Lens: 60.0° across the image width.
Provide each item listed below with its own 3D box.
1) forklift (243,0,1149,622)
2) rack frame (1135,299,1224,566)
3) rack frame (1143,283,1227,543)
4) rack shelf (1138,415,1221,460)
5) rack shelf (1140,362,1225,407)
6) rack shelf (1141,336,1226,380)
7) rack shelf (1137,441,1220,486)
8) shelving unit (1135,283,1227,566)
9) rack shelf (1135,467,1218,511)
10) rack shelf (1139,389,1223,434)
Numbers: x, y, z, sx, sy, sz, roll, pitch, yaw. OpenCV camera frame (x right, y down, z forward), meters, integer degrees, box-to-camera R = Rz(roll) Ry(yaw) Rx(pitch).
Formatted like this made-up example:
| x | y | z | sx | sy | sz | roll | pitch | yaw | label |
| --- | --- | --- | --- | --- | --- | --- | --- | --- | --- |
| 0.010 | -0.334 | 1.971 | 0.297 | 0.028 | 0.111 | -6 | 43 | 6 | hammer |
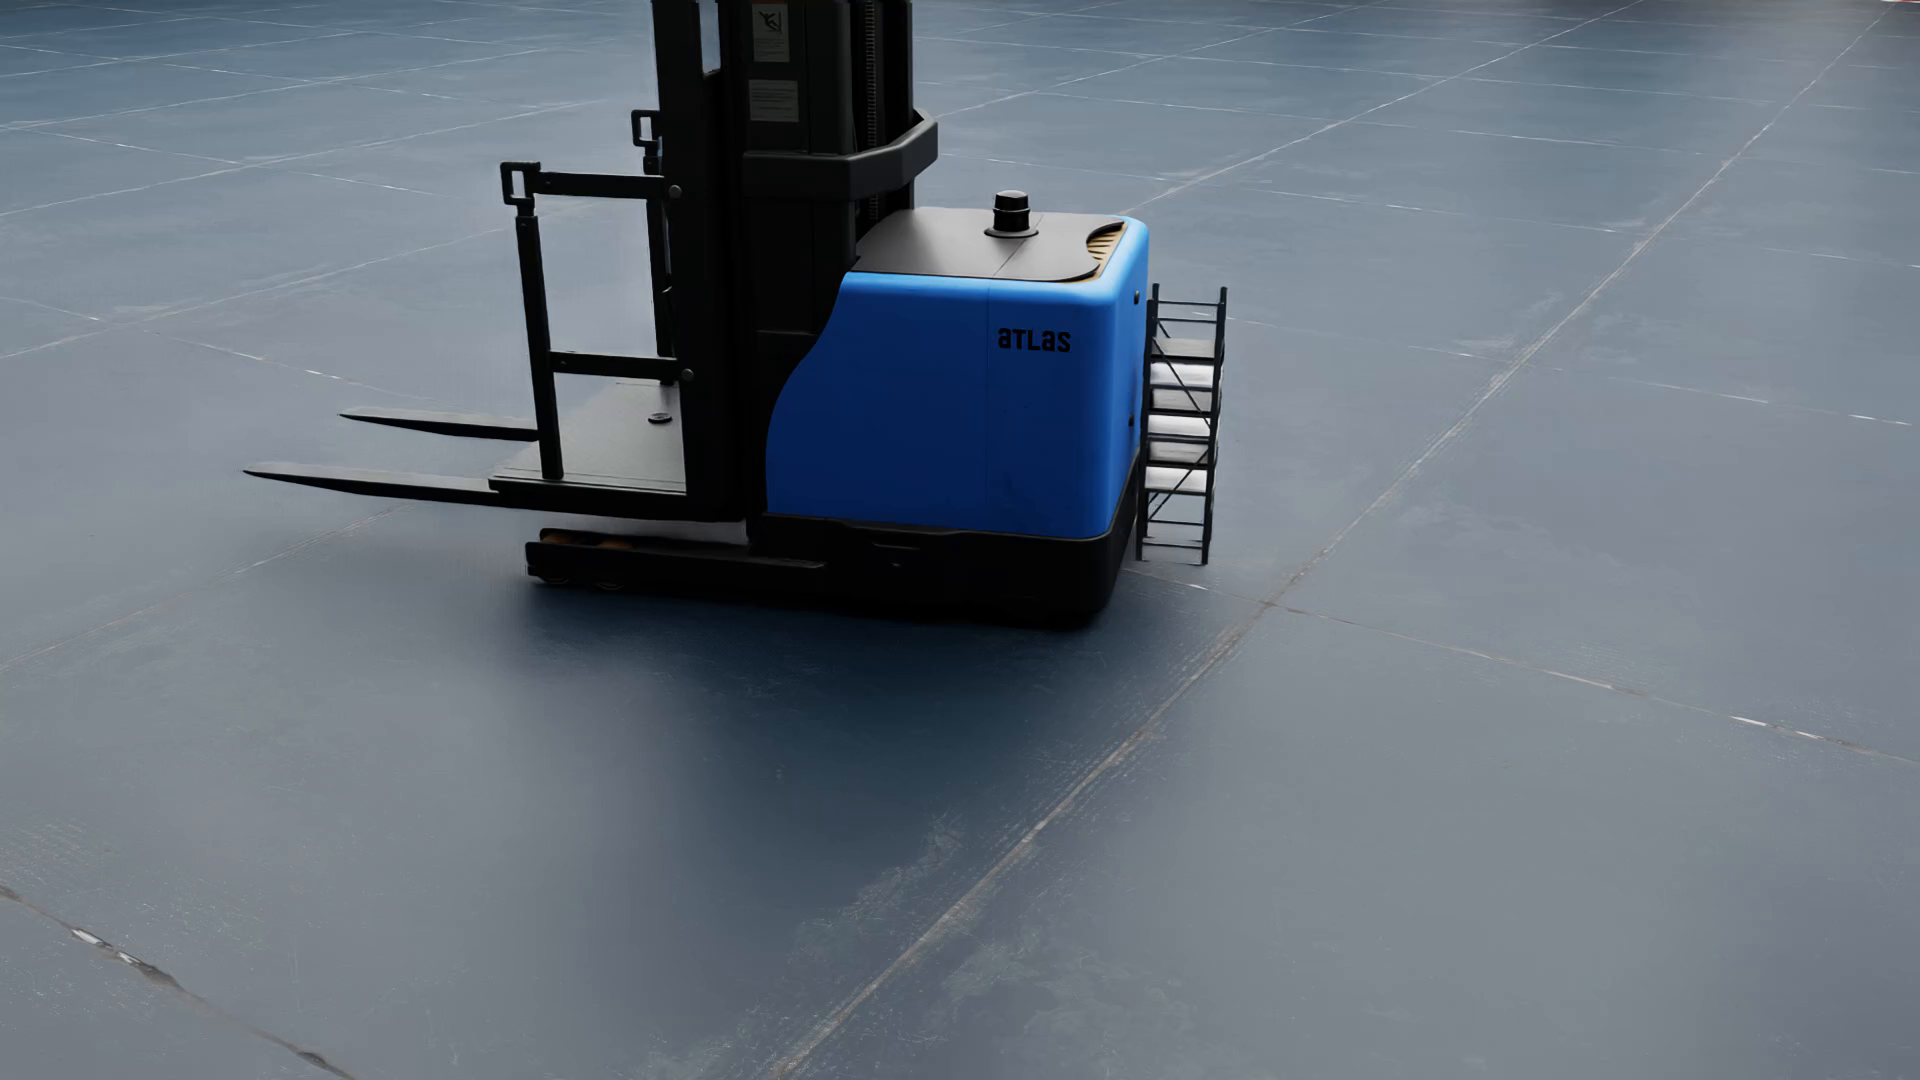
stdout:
| x | y | z | sx | sy | sz | roll | pitch | yaw | label |
| --- | --- | --- | --- | --- | --- | --- | --- | --- | --- |
| -0.931 | -1.381 | 5.250 | 3.031 | 2.935 | 1.130 | 5 | 24 | 11 | forklift |
| 0.707 | -0.335 | 5.391 | 0.240 | 0.900 | 0.006 | 4 | 24 | 10 | rack frame |
| 0.746 | -0.414 | 5.574 | 0.240 | 0.900 | 0.006 | 4 | 24 | 10 | rack frame |
| 0.727 | -0.344 | 5.496 | 0.258 | 0.077 | 0.200 | 4 | 24 | 10 | rack shelf |
| 0.727 | -0.509 | 5.424 | 0.258 | 0.077 | 0.200 | 4 | 24 | 10 | rack shelf |
| 0.727 | -0.592 | 5.389 | 0.258 | 0.077 | 0.200 | 4 | 24 | 10 | rack shelf |
| 0.727 | -0.261 | 5.532 | 0.258 | 0.077 | 0.200 | 4 | 24 | 10 | rack shelf |
| 0.727 | -0.375 | 5.483 | 0.258 | 0.900 | 0.210 | 4 | 24 | 10 | shelving unit |
| 0.727 | -0.179 | 5.567 | 0.258 | 0.077 | 0.200 | 4 | 24 | 10 | rack shelf |
| 0.727 | -0.427 | 5.460 | 0.258 | 0.077 | 0.200 | 4 | 24 | 10 | rack shelf |
